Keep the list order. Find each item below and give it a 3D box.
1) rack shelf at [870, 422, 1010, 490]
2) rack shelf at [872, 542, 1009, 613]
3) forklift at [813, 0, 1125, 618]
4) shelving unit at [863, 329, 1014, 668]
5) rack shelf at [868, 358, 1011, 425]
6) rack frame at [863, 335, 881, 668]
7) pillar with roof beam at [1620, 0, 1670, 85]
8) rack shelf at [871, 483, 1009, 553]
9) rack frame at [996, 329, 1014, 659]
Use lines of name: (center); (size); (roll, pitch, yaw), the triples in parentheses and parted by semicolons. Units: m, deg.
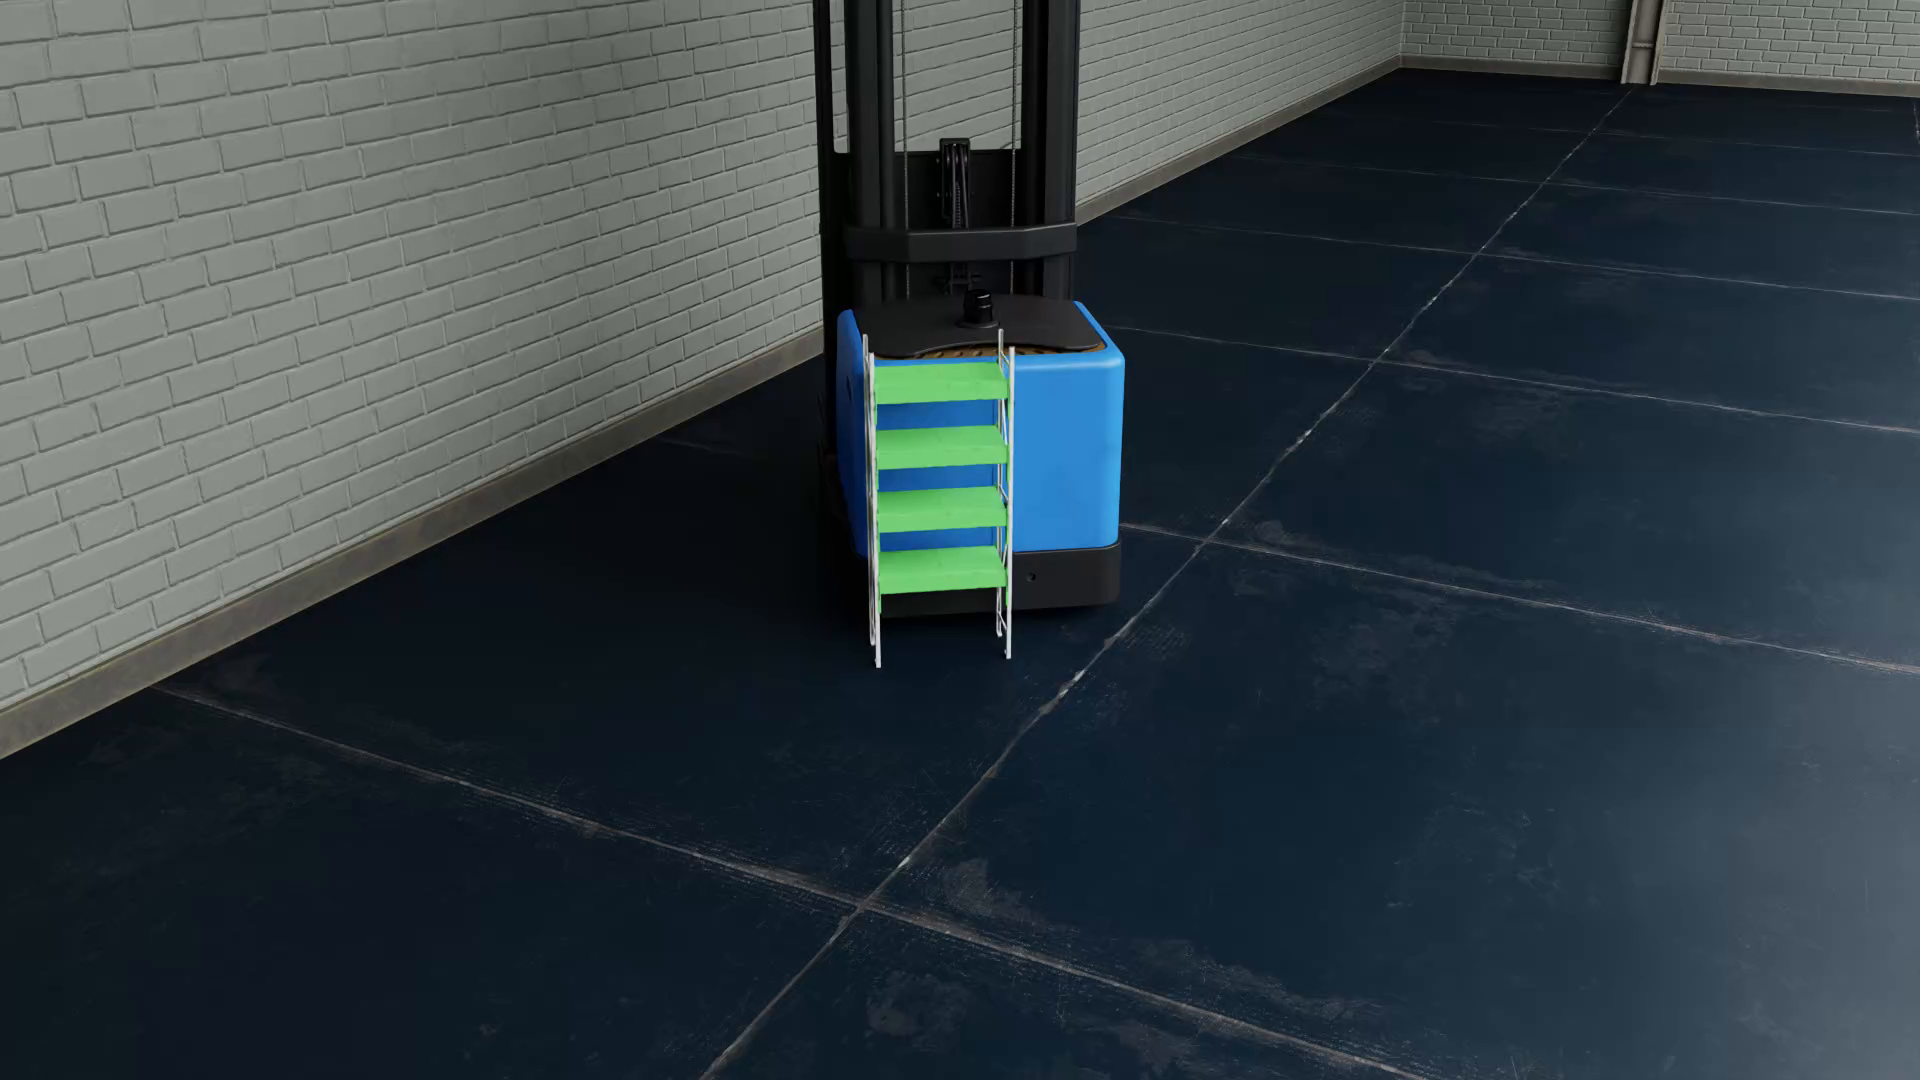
rack shelf: (-0.078, -0.305, 5.982); (0.480, 0.148, 0.258); (-3, 23, -8)
rack shelf: (-0.078, 0.138, 6.166); (0.480, 0.148, 0.258); (-3, 23, -8)
forklift: (-0.088, -1.593, 7.250); (1.130, 2.935, 3.031); (-3, 23, -7)
shelving unit: (-0.078, -0.143, 6.049); (0.503, 1.200, 0.258); (-3, 23, -8)
rack shelf: (-0.079, -0.527, 5.890); (0.480, 0.148, 0.258); (-3, 23, -8)
rack frame: (-0.319, -0.128, 6.016); (0.015, 1.200, 0.240); (-3, 23, -8)
pillar with roof beam: (6.436, -8.286, 15.235); (0.400, 9.000, 9.100); (11, 25, 25)
rack shelf: (-0.078, -0.084, 6.074); (0.480, 0.148, 0.258); (-3, 23, -8)
rack frame: (0.163, -0.157, 6.083); (0.015, 1.200, 0.240); (-3, 23, -8)
